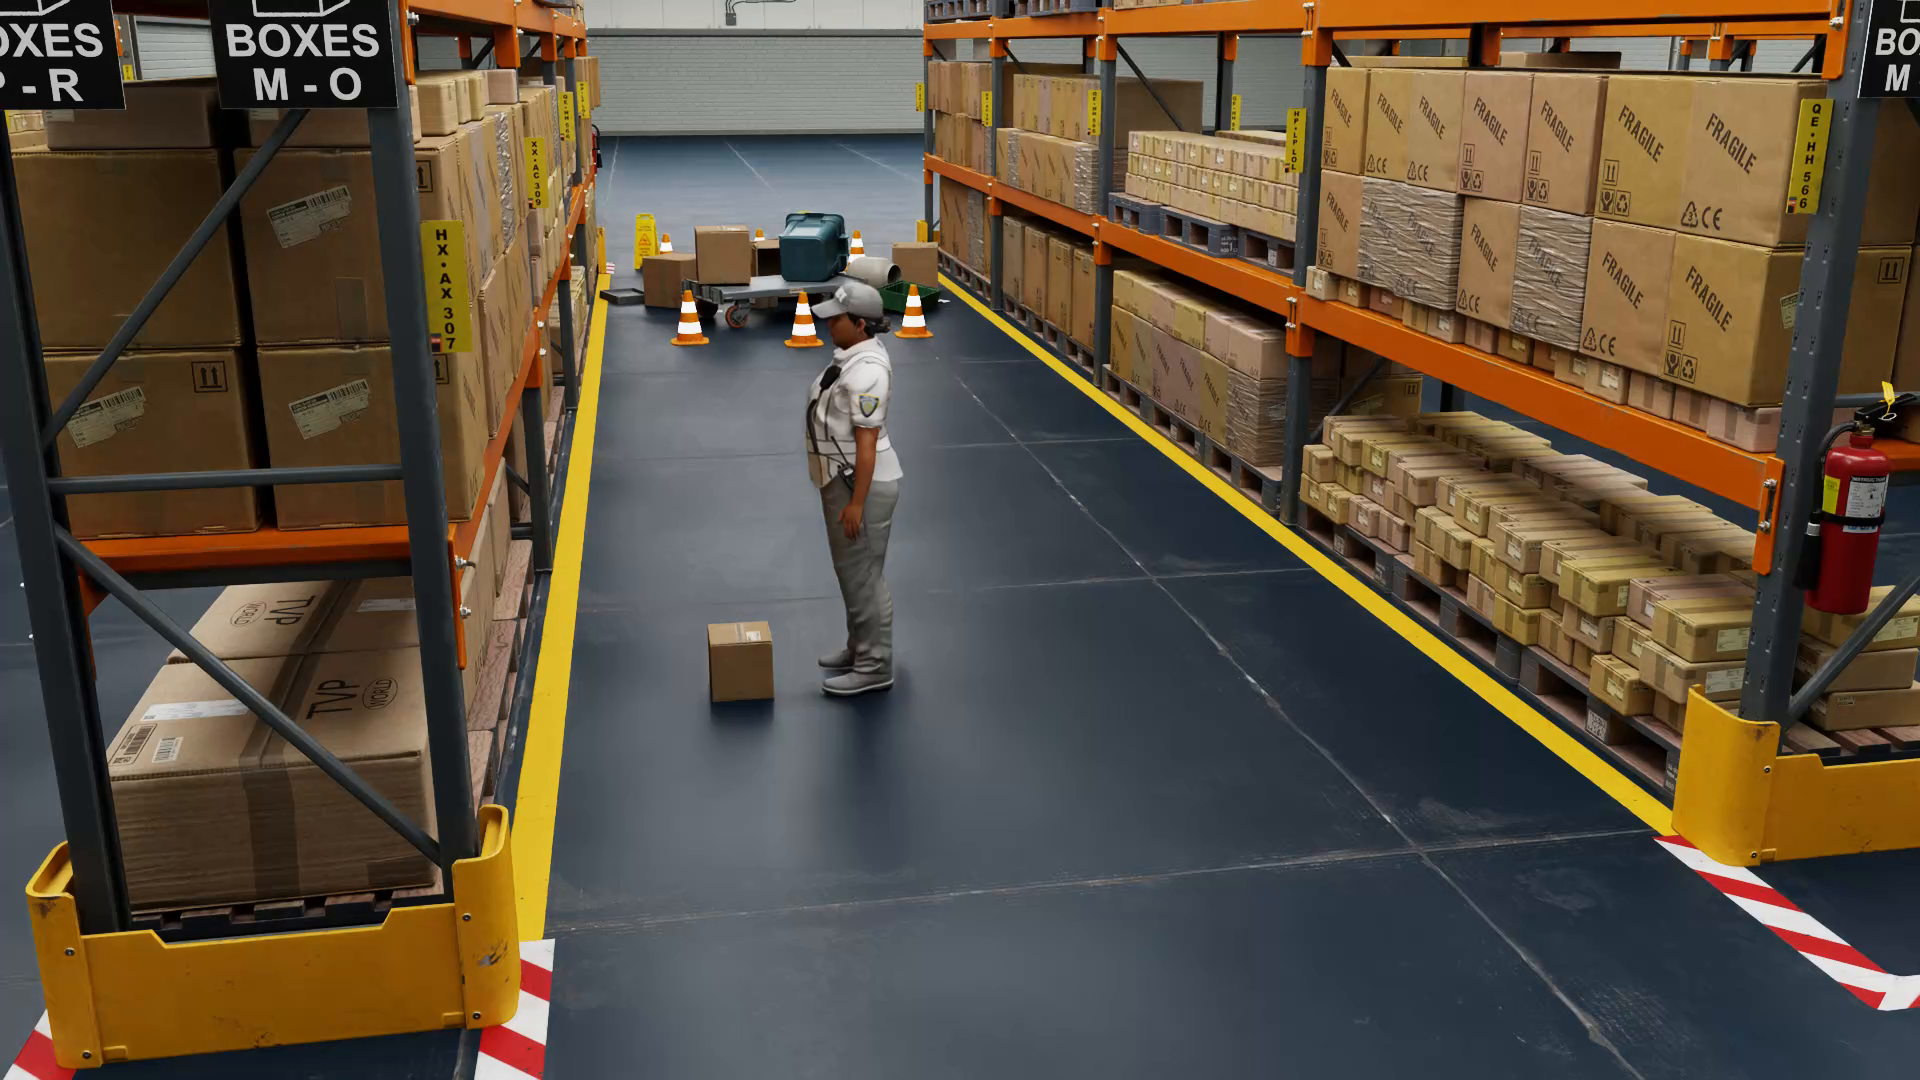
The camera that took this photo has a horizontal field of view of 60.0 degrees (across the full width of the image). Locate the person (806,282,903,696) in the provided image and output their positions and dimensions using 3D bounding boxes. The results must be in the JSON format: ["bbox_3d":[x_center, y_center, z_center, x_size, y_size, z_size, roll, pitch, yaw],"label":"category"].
[{"bbox_3d":[-0.434,-0.204,6.731,0.388,1.678,0.511,-3,17,-10],"label":"person"}]
